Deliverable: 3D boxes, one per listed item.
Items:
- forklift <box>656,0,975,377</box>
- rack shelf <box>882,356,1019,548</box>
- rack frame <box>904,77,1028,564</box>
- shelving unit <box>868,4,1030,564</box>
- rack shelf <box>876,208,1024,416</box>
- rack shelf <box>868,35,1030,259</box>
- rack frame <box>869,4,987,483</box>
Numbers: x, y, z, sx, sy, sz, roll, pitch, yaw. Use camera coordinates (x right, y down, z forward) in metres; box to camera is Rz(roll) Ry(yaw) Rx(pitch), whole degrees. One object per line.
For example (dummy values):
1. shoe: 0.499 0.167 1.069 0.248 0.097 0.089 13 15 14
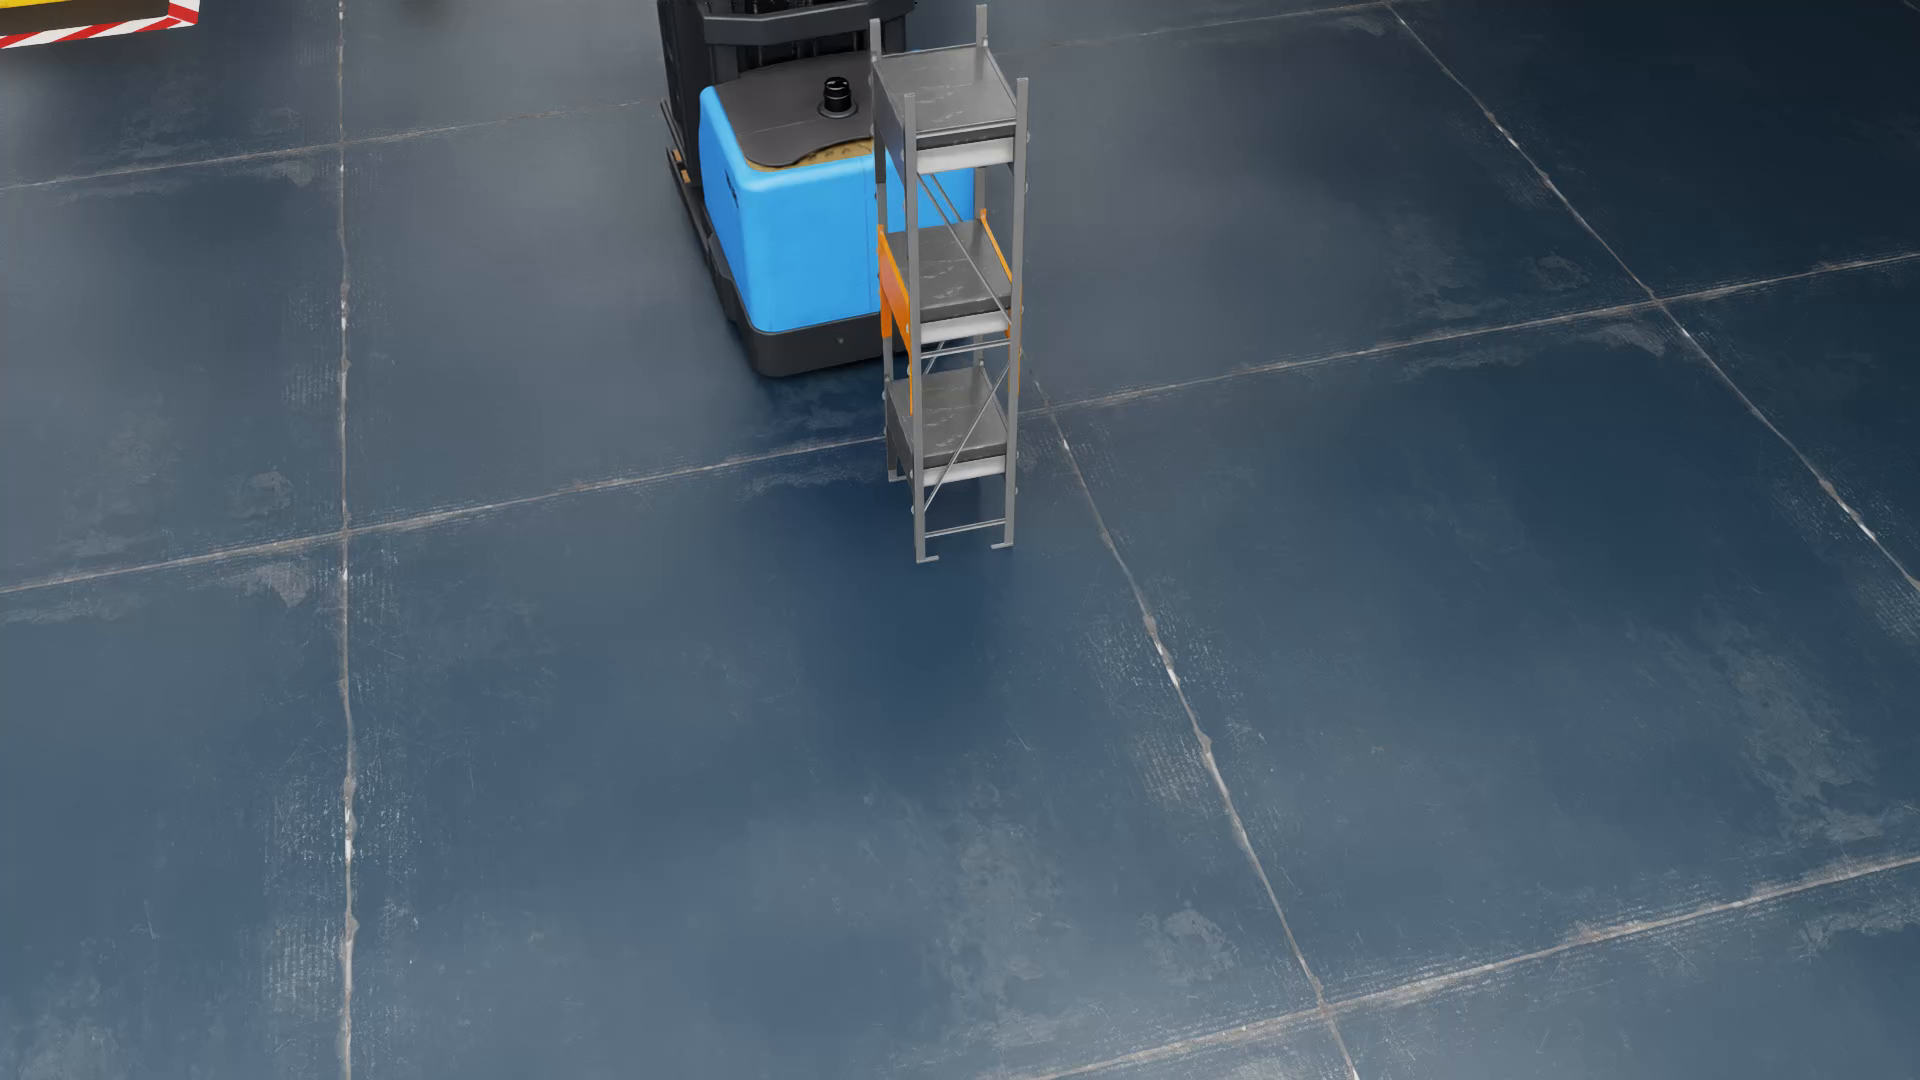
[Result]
1. forklift: -0.863 -2.820 7.461 1.130 2.935 3.031 -13 47 -13
2. rack shelf: -0.042 -0.350 6.622 0.431 0.518 0.480 -11 47 -10
3. rack frame: 0.020 -0.681 5.947 0.400 2.100 0.015 -11 47 -10
4. shelving unit: -0.042 -0.849 6.112 0.431 2.100 0.503 -11 47 -10
5. rack shelf: -0.042 -0.840 6.122 0.431 0.518 0.480 -11 47 -10
6. rack shelf: -0.042 -1.330 5.622 0.431 0.518 0.480 -11 47 -10
7. rack frame: -0.105 -1.018 6.277 0.400 2.100 0.015 -11 47 -10
